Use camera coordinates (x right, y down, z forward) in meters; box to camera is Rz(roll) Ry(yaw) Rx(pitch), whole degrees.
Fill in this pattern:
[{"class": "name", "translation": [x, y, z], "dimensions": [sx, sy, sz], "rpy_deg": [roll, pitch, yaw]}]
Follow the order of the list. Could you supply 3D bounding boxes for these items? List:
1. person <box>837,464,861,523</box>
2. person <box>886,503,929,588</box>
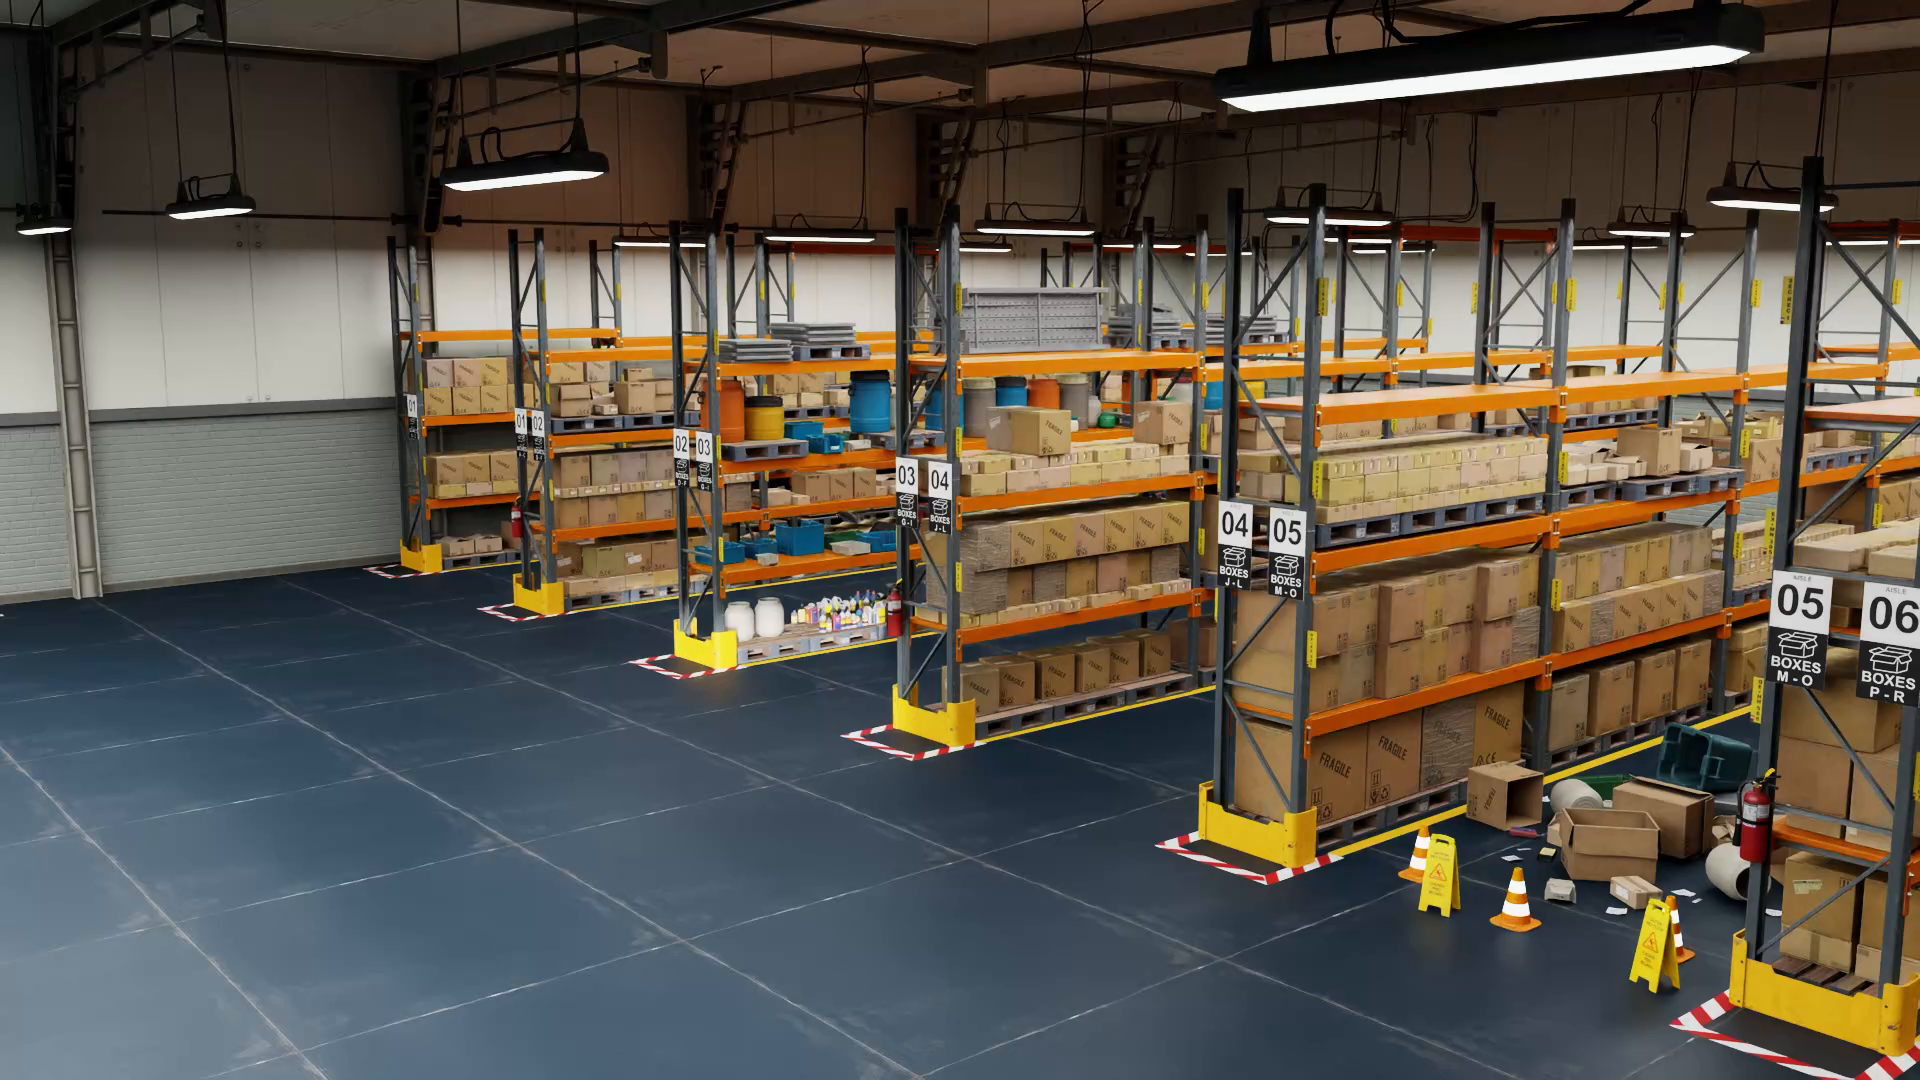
[{"class": "person", "translation": [-2.322, -0.954, 34.772], "dimensions": [0.729, 1.588, 0.527], "rpy_deg": [-5, 10, -30]}, {"class": "person", "translation": [-0.703, -0.044, 26.732], "dimensions": [1.065, 1.688, 0.529], "rpy_deg": [-3, 9, -20]}]
